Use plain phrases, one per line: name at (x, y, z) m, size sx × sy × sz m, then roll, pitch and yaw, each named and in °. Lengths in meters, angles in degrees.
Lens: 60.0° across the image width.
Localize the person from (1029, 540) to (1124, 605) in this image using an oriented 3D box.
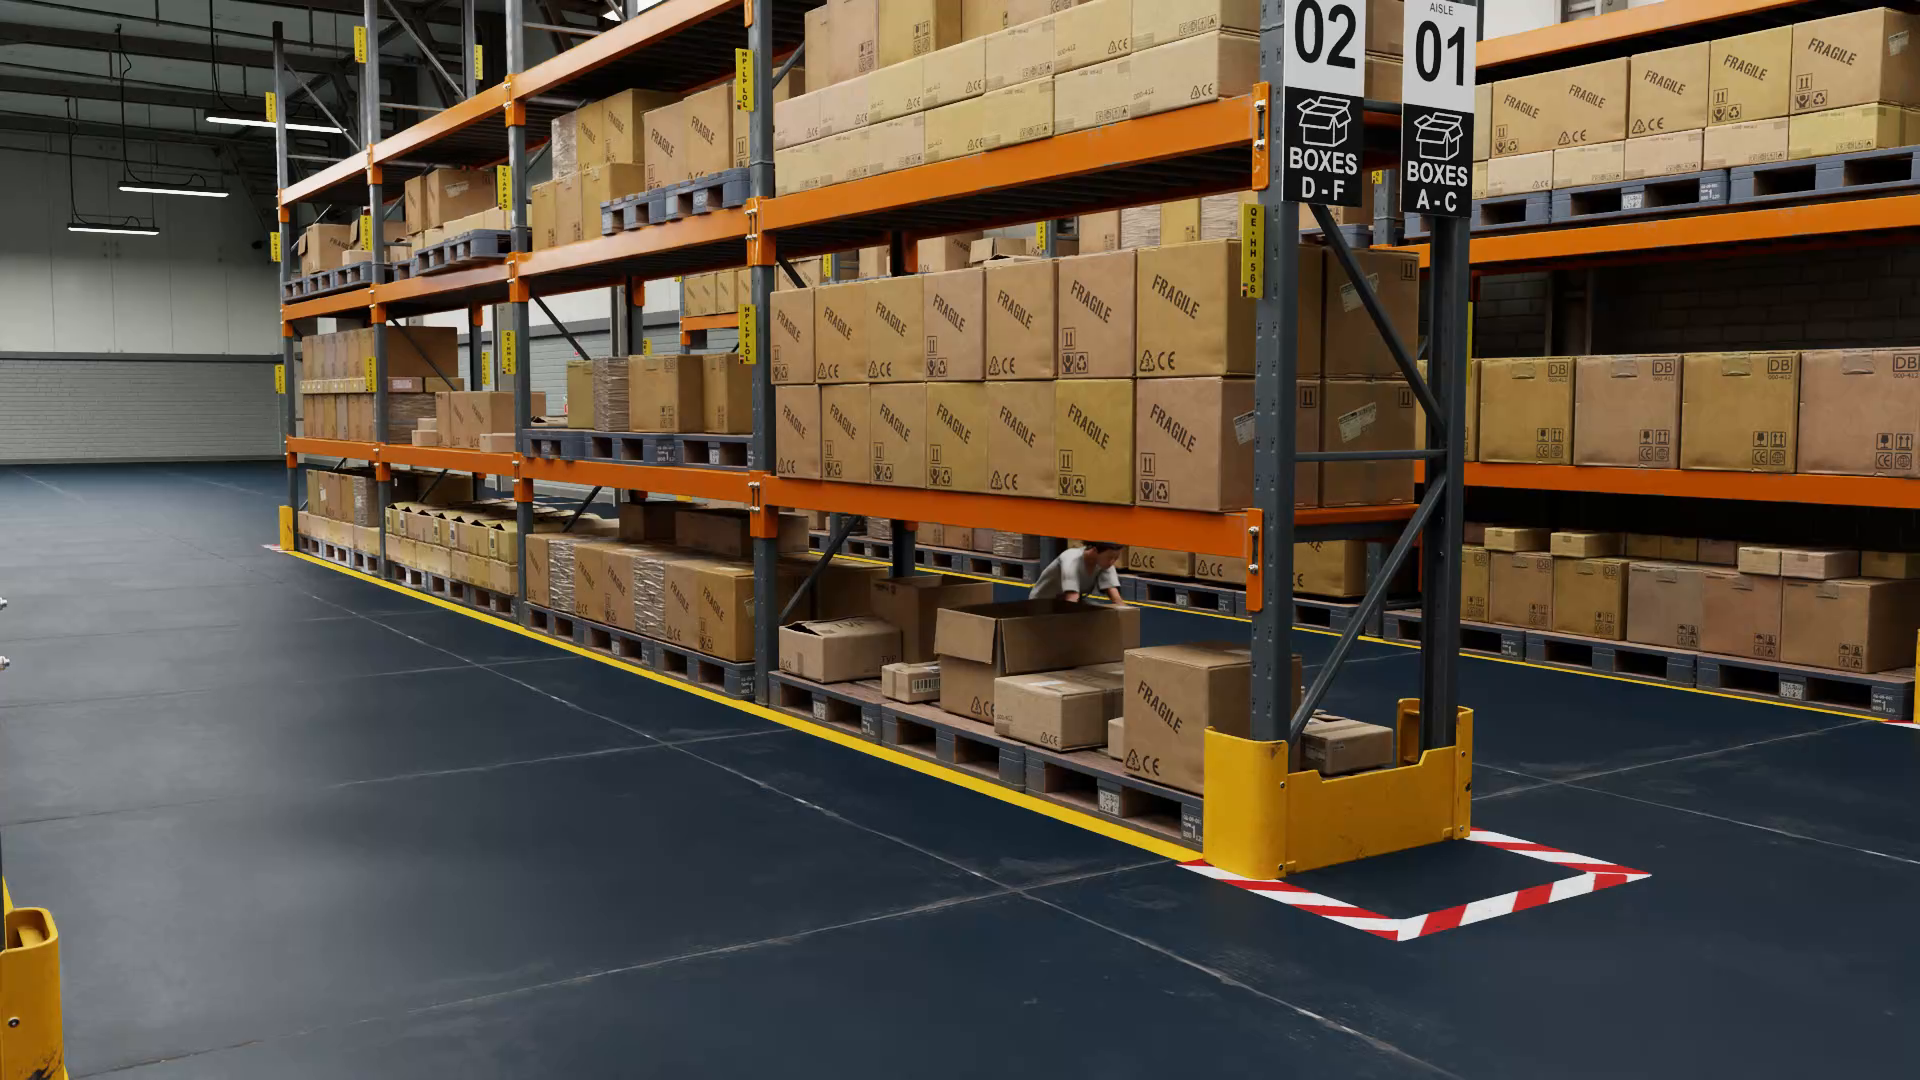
person at (0.770, 0.375, 10.508) m, size 0.467 × 0.943 × 0.807 m, roll -3°, pitch 6°, yaw -34°
